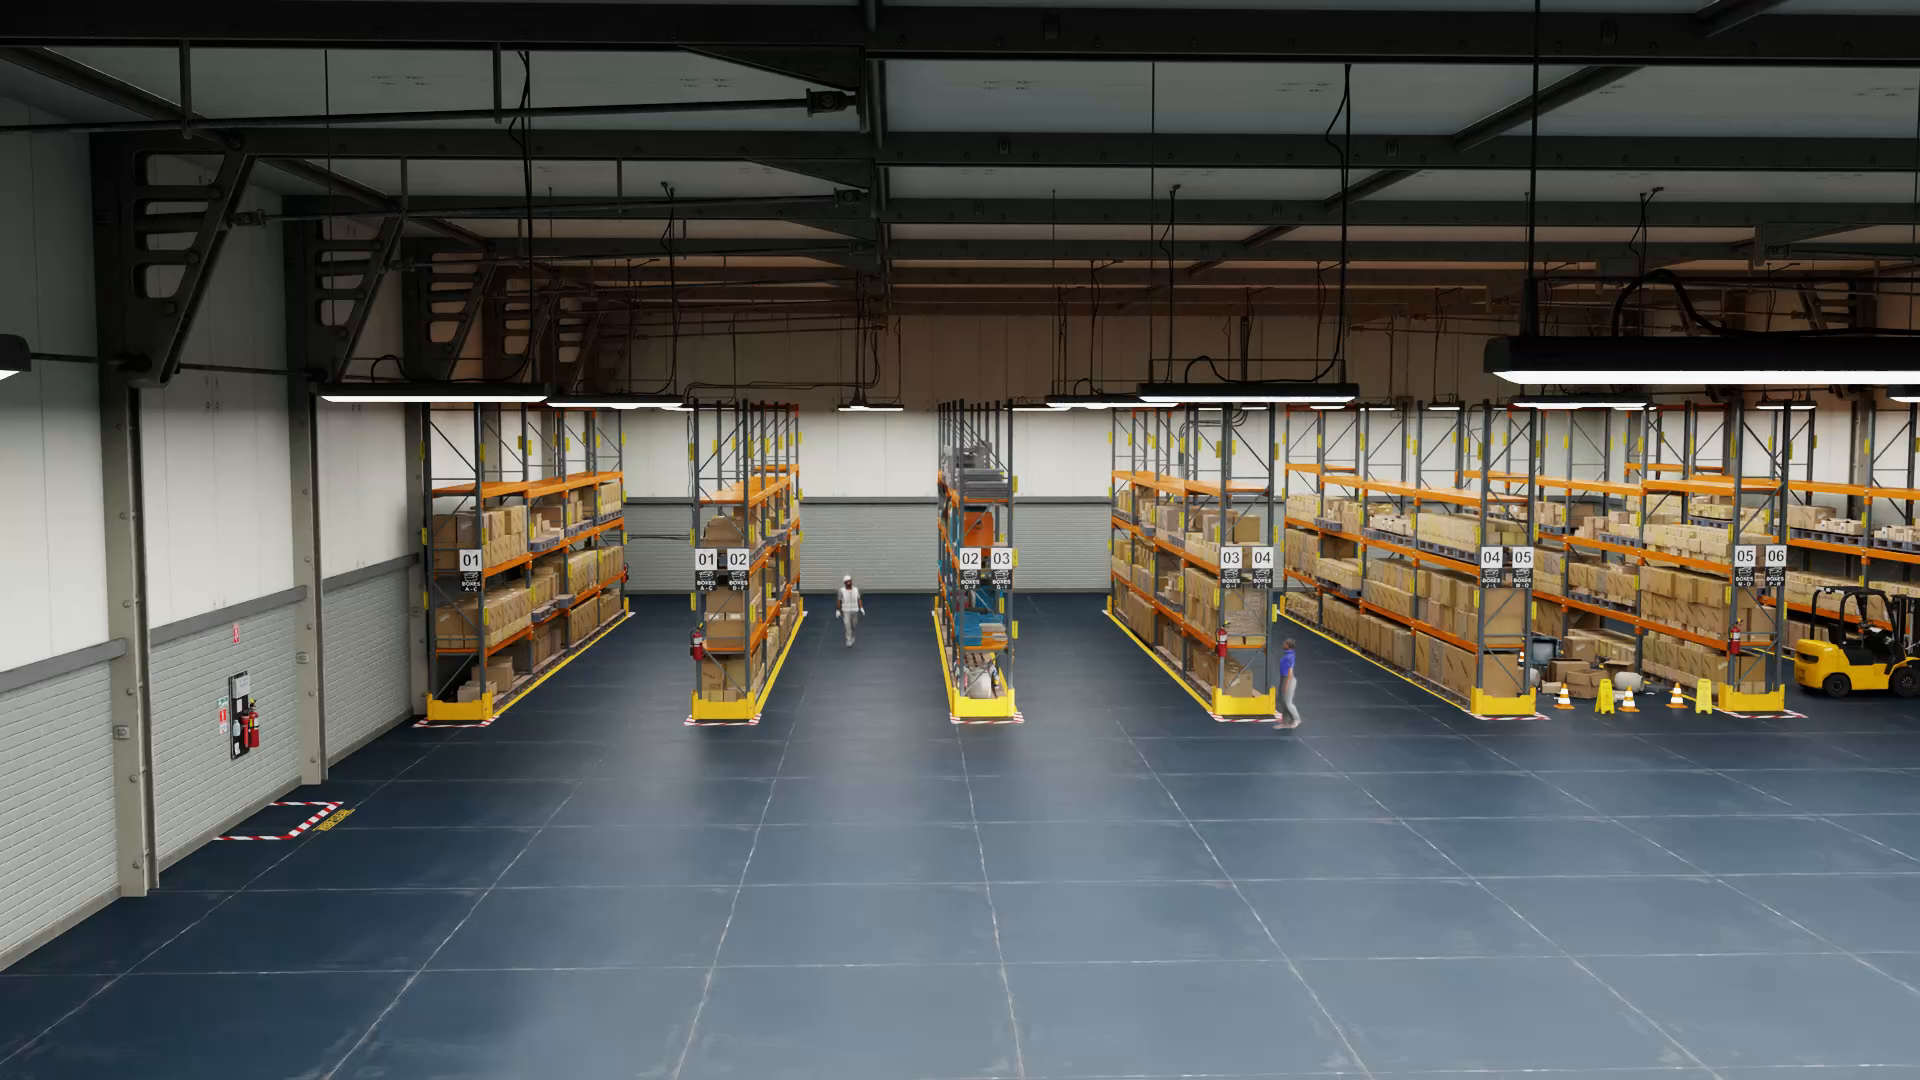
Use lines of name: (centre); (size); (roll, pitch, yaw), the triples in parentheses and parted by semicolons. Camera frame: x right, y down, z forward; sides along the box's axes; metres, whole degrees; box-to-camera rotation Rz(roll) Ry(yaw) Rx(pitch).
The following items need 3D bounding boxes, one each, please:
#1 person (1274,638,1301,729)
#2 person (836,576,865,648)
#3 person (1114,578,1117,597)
person: (5.947, 2.601, 30.168); (0.412, 1.668, 0.521); (-1, 5, -18)
person: (-2.695, 1.751, 40.780); (0.681, 1.745, 1.019); (-1, 4, -14)
person: (5.059, 0.884, 51.796); (0.599, 1.787, 0.546); (-2, 5, -28)
